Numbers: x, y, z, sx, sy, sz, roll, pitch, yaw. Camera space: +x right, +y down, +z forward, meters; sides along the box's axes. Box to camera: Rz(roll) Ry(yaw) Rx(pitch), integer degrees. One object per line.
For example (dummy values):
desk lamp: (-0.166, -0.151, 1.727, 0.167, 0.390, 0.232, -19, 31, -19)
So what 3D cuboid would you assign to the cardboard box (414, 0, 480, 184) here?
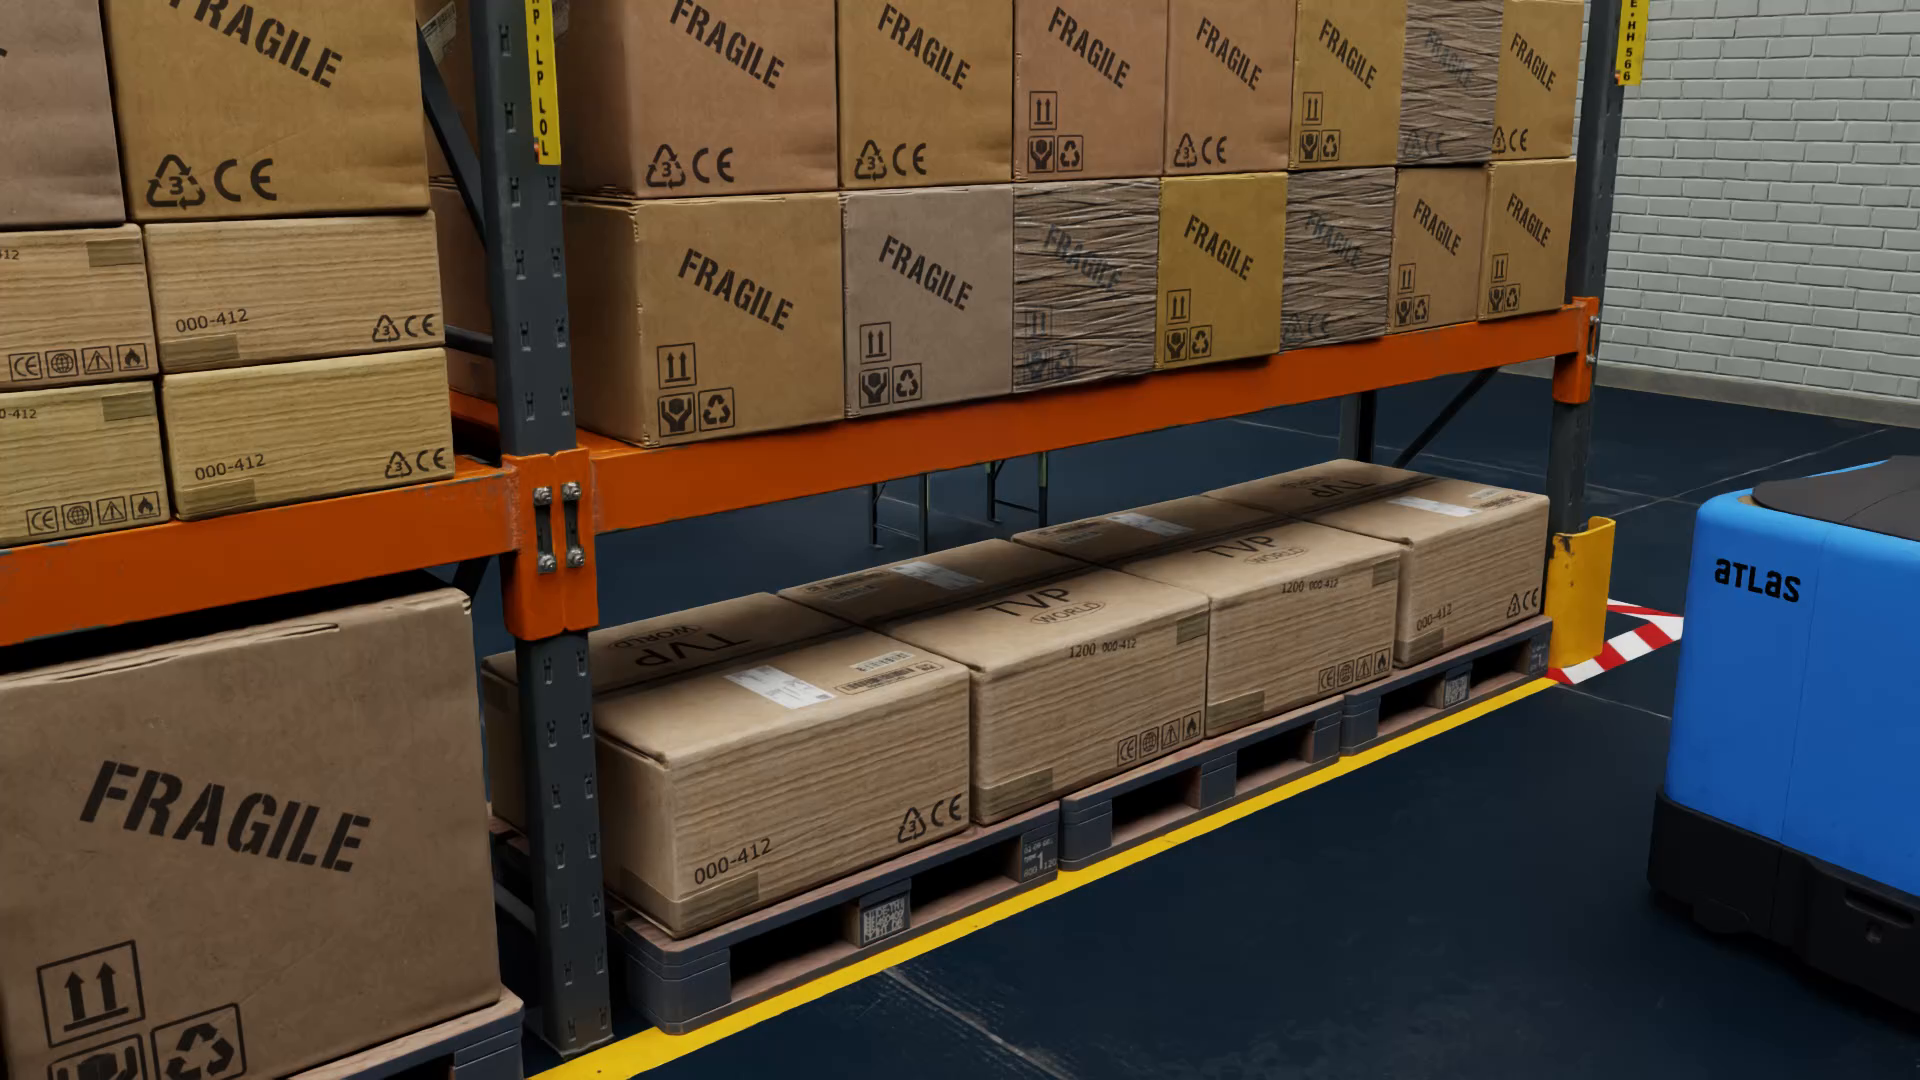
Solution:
cardboard box: (-0.956, -1.103, 3.936, 0.500, 0.500, 0.500, -13, 20, -40)

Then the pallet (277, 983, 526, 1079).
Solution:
pallet: (-1.663, 1.055, 3.393, 1.213, 0.211, 1.003, -13, 19, -39)

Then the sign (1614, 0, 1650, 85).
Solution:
sign: (2.233, -1.681, 5.530, 0.005, 0.325, 0.100, -13, 19, -39)

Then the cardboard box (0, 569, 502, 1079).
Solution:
cardboard box: (-1.546, 0.506, 3.346, 0.875, 0.875, 0.875, -12, 19, -38)

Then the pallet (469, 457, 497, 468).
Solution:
pallet: (-3.052, -0.366, 8.710, 1.213, 0.211, 1.003, -13, 19, -39)

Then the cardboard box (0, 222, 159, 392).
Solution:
cardboard box: (-1.676, -0.399, 2.753, 0.500, 0.250, 0.500, -12, 19, -38)

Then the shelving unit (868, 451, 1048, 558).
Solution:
shelving unit: (-0.005, -0.723, 7.552, 0.755, 1.500, 0.431, -13, 19, -39)

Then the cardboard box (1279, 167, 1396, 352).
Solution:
cardboard box: (0.927, -0.860, 4.962, 0.500, 0.500, 0.500, -12, 19, -38)

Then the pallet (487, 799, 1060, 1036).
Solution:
pallet: (-0.505, 0.796, 4.362, 1.213, 0.211, 1.003, -13, 19, -39)

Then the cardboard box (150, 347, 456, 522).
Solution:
cardboard box: (-1.303, -0.240, 3.128, 0.500, 0.250, 0.500, -13, 20, -41)

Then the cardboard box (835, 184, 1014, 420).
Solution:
cardboard box: (-0.222, -0.599, 3.987, 0.500, 0.500, 0.500, -12, 19, -39)

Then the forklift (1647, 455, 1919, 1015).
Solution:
forklift: (2.967, -0.228, 2.925, 1.130, 2.935, 3.031, -9, 18, -32)

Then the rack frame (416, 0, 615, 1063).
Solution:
rack frame: (-1.130, -0.438, 3.577, 0.127, 3.000, 1.000, -13, 19, -39)

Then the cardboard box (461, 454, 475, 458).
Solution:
cardboard box: (-2.630, -0.524, 8.612, 0.250, 0.149, 0.380, -12, 19, -38)

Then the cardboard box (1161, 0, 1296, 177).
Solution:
cardboard box: (0.549, -1.257, 4.511, 0.500, 0.500, 0.500, -13, 20, -40)

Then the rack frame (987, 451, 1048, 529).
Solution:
rack frame: (0.271, -0.785, 7.784, 0.023, 1.500, 0.400, -13, 19, -39)

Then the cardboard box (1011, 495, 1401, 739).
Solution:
cardboard box: (0.770, 0.207, 5.312, 0.875, 0.438, 0.875, -12, 19, -38)

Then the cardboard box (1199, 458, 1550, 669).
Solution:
cardboard box: (1.455, 0.051, 5.899, 0.875, 0.438, 0.875, -14, 20, -41)

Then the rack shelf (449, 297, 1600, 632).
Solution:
rack shelf: (0.378, -0.429, 4.938, 4.000, 0.370, 1.077, -13, 19, -39)

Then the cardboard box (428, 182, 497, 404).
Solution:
cardboard box: (-0.948, -0.615, 4.045, 0.500, 0.500, 0.500, -12, 19, -39)

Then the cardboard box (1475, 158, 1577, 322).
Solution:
cardboard box: (1.697, -1.031, 5.602, 0.500, 0.500, 0.500, -13, 19, -39)

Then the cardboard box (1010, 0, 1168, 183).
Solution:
cardboard box: (0.167, -1.172, 4.193, 0.500, 0.500, 0.500, -12, 19, -38)

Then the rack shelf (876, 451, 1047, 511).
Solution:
rack shelf: (-0.005, -0.408, 7.636, 0.720, 0.370, 0.431, -13, 19, -39)

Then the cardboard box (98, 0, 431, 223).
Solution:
cardboard box: (-1.303, -0.845, 2.969, 0.500, 0.500, 0.500, -12, 19, -38)

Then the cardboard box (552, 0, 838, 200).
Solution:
cardboard box: (-0.612, -1.003, 3.561, 0.500, 0.500, 0.500, -12, 19, -39)

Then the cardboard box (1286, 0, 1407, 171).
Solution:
cardboard box: (0.930, -1.342, 4.829, 0.500, 0.500, 0.500, -13, 20, -40)

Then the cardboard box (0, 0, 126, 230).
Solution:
cardboard box: (-1.688, -0.756, 2.635, 0.500, 0.500, 0.500, -12, 19, -38)

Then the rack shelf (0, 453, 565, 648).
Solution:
rack shelf: (-2.639, 0.248, 2.402, 4.000, 0.370, 1.077, -13, 19, -39)

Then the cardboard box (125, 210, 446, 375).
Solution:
cardboard box: (-1.303, -0.485, 3.075, 0.500, 0.250, 0.500, -13, 20, -39)

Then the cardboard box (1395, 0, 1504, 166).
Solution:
cardboard box: (1.305, -1.425, 5.140, 0.500, 0.500, 0.500, -13, 19, -39)

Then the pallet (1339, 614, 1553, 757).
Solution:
pallet: (1.335, 0.382, 5.910, 1.213, 0.211, 1.003, -13, 19, -39)

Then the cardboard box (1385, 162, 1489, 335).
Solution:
cardboard box: (1.309, -0.949, 5.295, 0.500, 0.500, 0.500, -13, 20, -41)

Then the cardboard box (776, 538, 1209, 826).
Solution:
cardboard box: (0.089, 0.360, 4.742, 0.875, 0.438, 0.875, -13, 20, -41)

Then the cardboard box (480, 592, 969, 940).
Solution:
cardboard box: (-0.586, 0.512, 4.174, 0.875, 0.438, 0.875, -13, 20, -40)

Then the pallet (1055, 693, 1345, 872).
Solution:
pallet: (0.415, 0.588, 5.140, 1.213, 0.211, 1.003, -13, 19, -39)

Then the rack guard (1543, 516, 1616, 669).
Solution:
rack guard: (1.905, 0.088, 6.452, 0.348, 0.500, 1.175, -13, 19, -39)

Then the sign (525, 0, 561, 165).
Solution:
sign: (-0.767, -0.855, 3.049, 0.005, 0.325, 0.100, -13, 19, -39)

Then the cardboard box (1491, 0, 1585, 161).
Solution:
cardboard box: (1.680, -1.519, 5.493, 0.500, 0.500, 0.500, -12, 19, -38)

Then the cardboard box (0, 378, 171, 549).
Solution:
cardboard box: (-1.688, -0.154, 2.806, 0.500, 0.250, 0.500, -13, 20, -40)

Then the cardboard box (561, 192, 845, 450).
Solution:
cardboard box: (-0.604, -0.515, 3.671, 0.500, 0.500, 0.500, -12, 19, -38)

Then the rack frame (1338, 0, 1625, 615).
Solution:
rack frame: (1.887, -1.116, 6.114, 0.127, 3.000, 1.000, -13, 19, -39)

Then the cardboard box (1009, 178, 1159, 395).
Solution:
cardboard box: (0.157, -0.682, 4.298, 0.500, 0.500, 0.500, -12, 19, -39)

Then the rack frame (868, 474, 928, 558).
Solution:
rack frame: (-0.281, -0.661, 7.320, 0.023, 1.500, 0.400, -13, 19, -39)

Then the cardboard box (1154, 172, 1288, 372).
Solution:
cardboard box: (0.546, -0.770, 4.625, 0.500, 0.500, 0.500, -12, 19, -38)

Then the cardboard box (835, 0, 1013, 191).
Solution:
cardboard box: (-0.227, -1.087, 3.876, 0.500, 0.500, 0.500, -13, 20, -40)
